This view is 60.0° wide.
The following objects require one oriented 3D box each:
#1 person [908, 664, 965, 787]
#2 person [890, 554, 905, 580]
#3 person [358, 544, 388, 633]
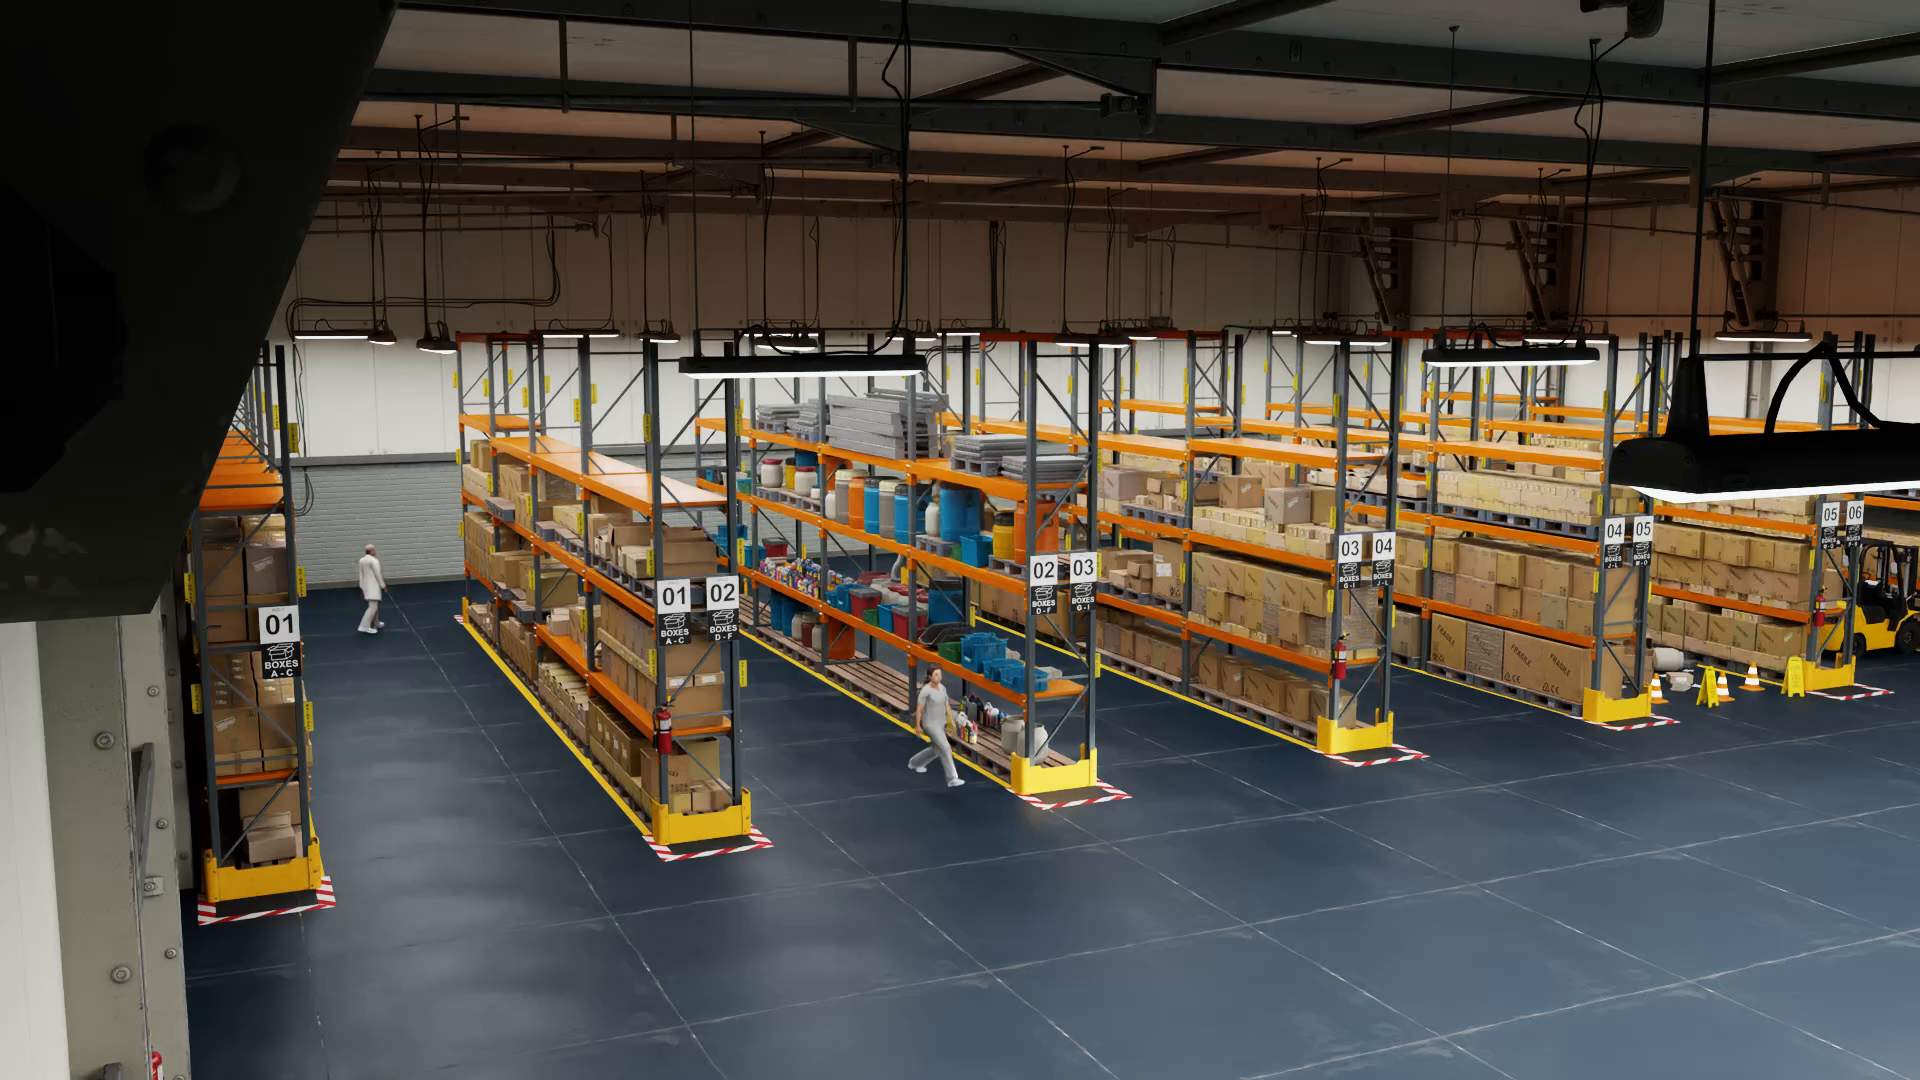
[{"bbox_3d":[-0.278,2.406,21.839,1.121,1.540,0.496,6,10,36],"label":"person"},{"bbox_3d":[-1.210,0.147,39.722,0.974,1.632,0.509,-2,8,-14],"label":"person"},{"bbox_3d":[-11.797,1.065,33.318,0.618,1.568,0.820,6,10,39],"label":"person"}]
